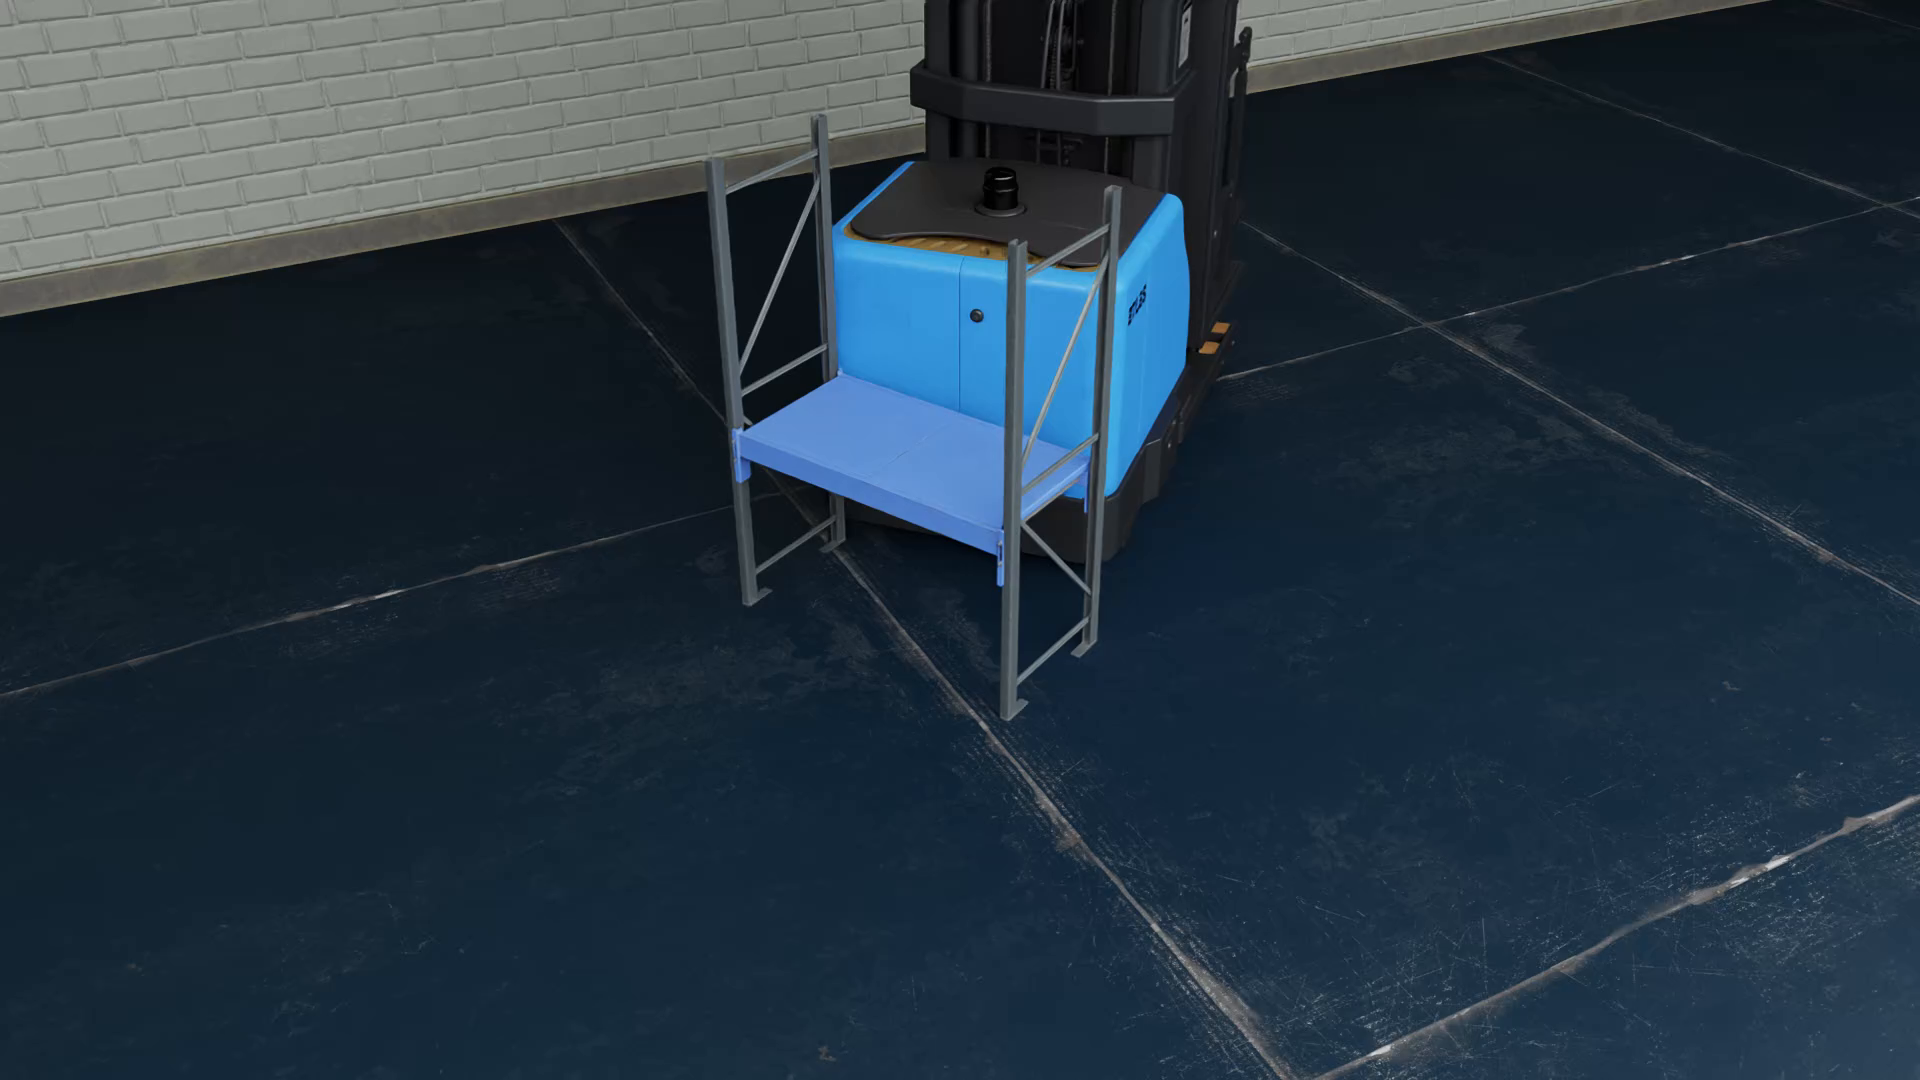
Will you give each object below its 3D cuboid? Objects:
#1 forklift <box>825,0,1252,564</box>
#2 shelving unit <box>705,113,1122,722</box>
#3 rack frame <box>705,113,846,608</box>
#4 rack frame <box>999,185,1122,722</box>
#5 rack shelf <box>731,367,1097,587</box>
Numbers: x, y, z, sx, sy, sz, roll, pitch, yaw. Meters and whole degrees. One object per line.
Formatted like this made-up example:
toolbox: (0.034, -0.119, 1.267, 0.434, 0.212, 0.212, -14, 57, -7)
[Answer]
forklift: (0.510, -1.941, 6.062, 1.130, 2.935, 3.031, 11, 34, 17)
shelving unit: (-0.139, -0.366, 4.932, 1.048, 1.500, 0.538, 21, 38, 29)
rack frame: (-0.552, -0.526, 5.181, 0.032, 1.500, 0.500, 21, 38, 29)
rack frame: (0.275, -0.207, 4.682, 0.032, 1.500, 0.500, 21, 38, 29)
rack shelf: (-0.139, -0.215, 5.029, 1.000, 0.185, 0.538, 21, 38, 29)
